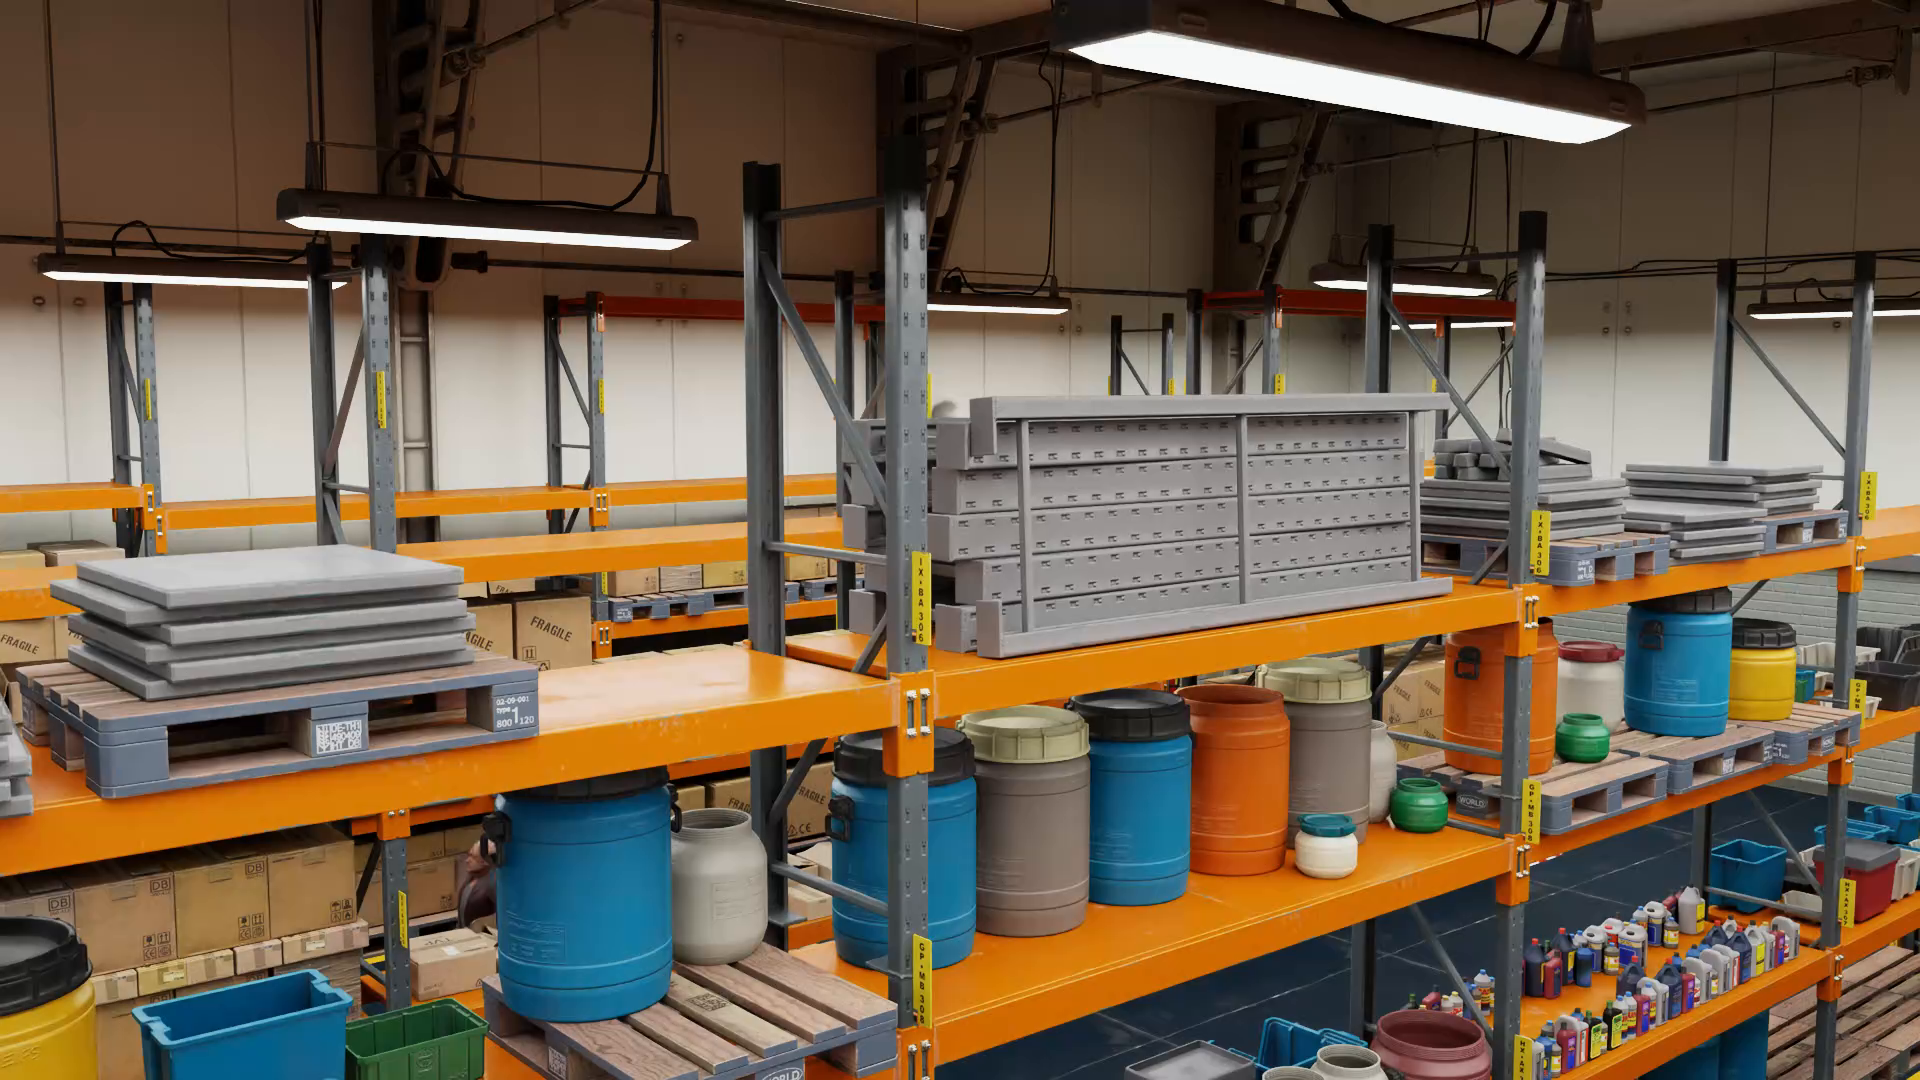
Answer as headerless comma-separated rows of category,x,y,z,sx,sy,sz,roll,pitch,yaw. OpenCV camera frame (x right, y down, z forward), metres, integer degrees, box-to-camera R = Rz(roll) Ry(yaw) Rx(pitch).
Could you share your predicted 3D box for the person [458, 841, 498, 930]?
person,-3.586,3.112,12.481,0.636,1.735,0.709,-5,7,-40
